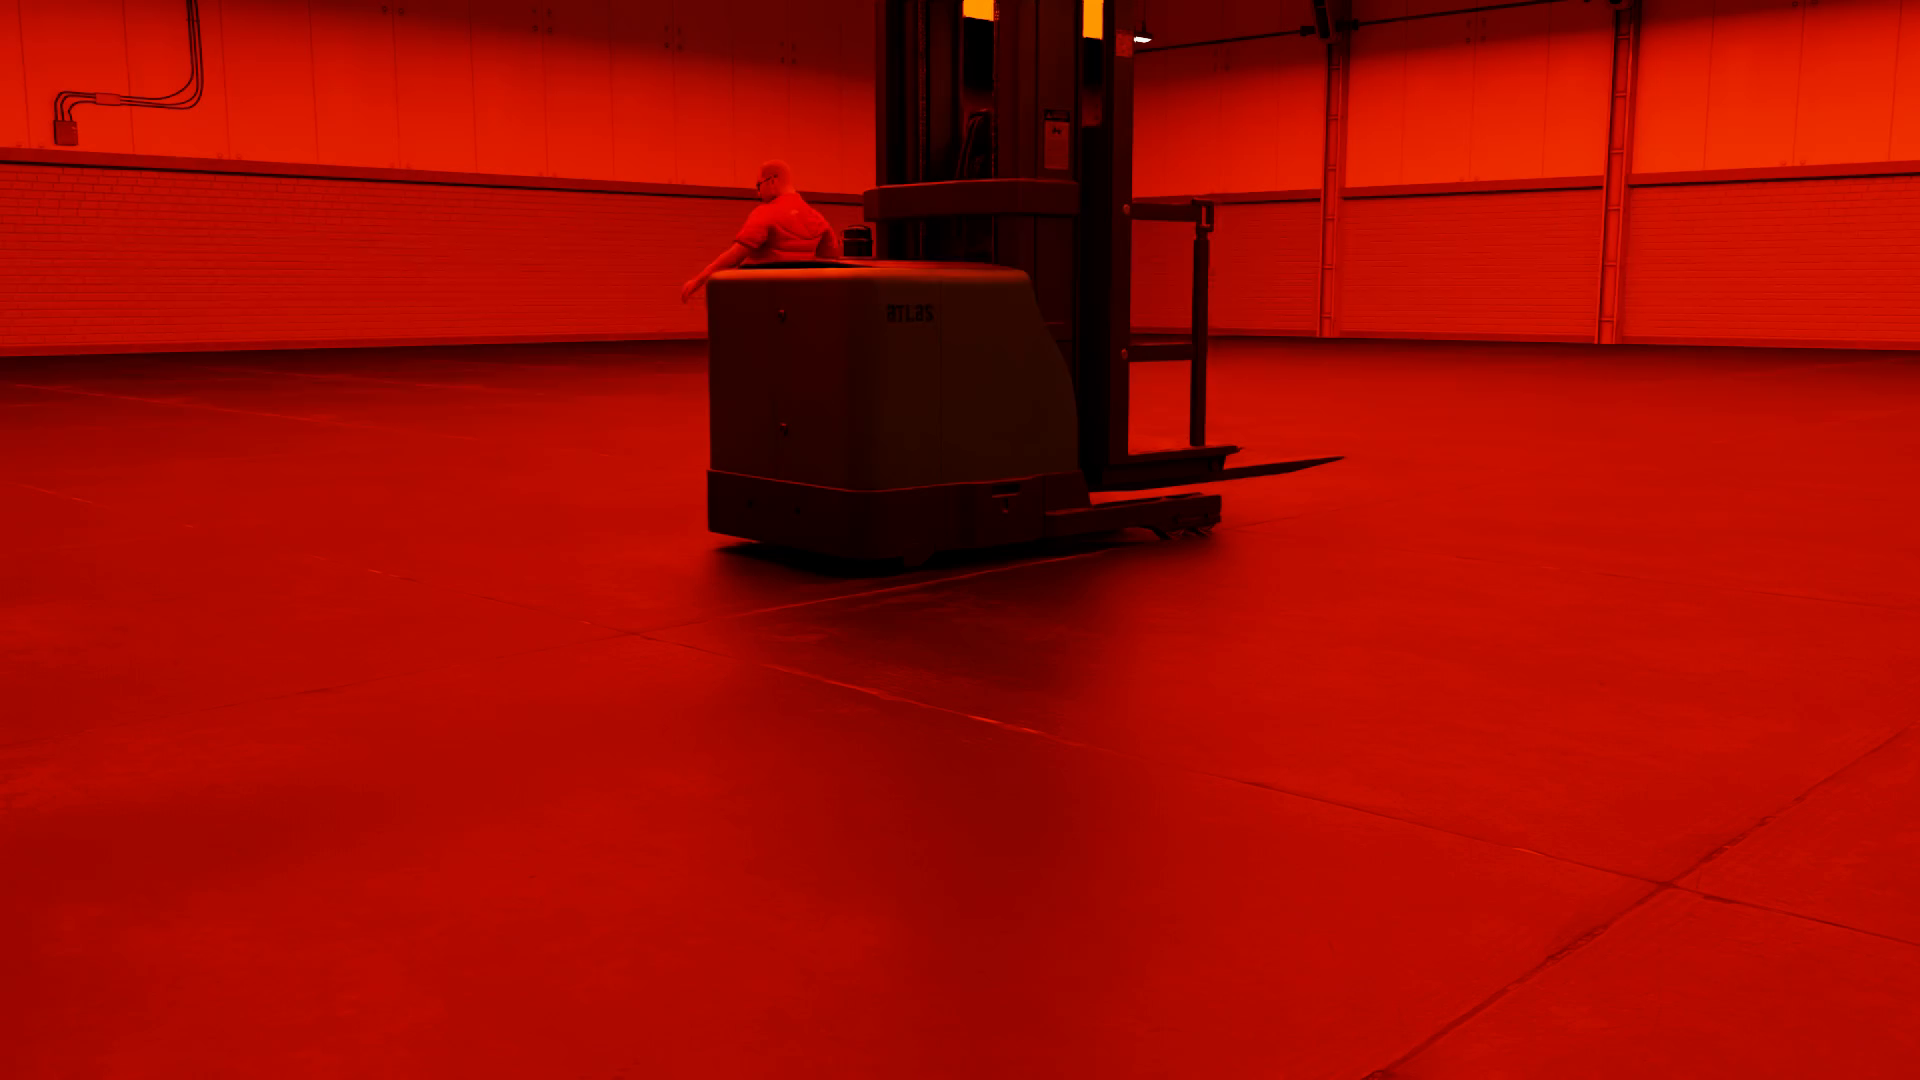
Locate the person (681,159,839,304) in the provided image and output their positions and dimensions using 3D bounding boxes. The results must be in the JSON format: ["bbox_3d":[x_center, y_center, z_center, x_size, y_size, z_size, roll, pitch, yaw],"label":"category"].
[{"bbox_3d":[-1.036,-1.204,9.219,0.507,1.767,0.962,8,12,44],"label":"person"}]

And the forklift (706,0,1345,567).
[{"bbox_3d":[0.455,-1.510,6.902,3.031,2.935,1.130,-7,11,-41],"label":"forklift"}]
